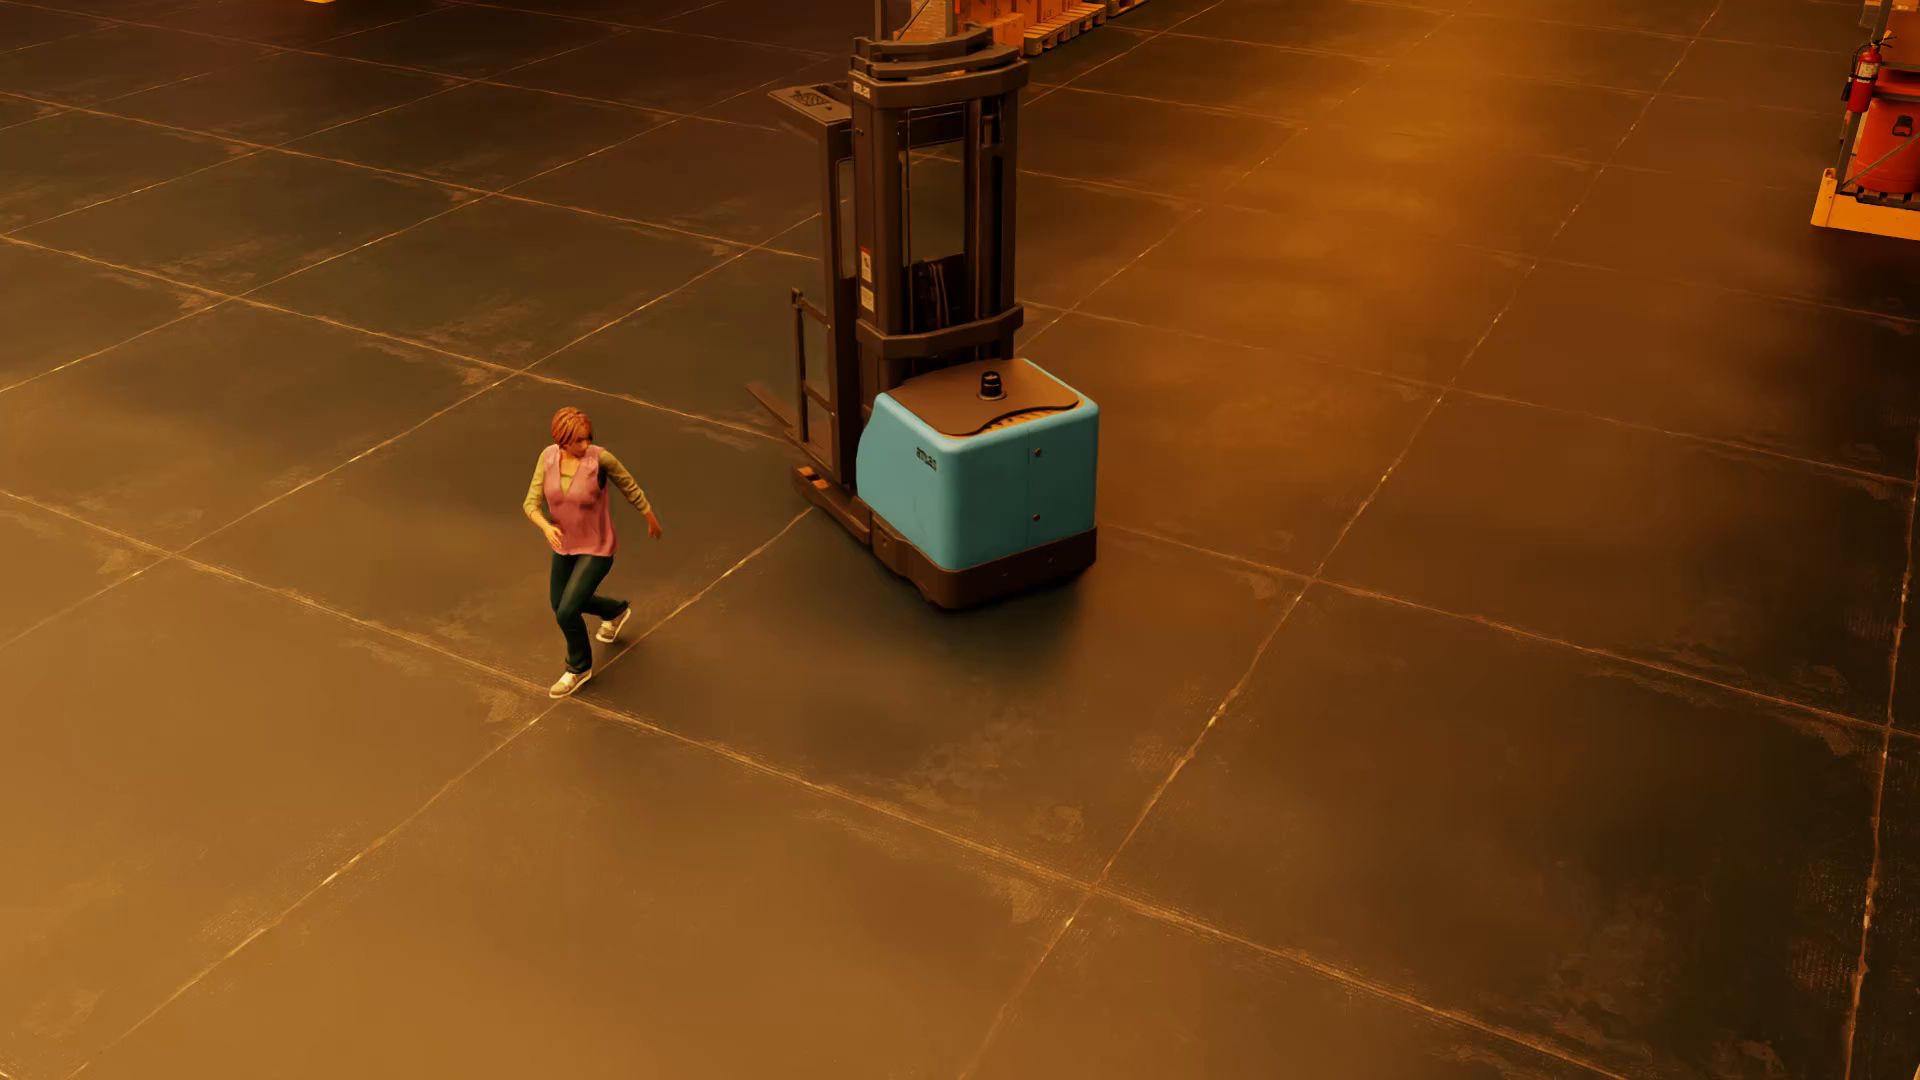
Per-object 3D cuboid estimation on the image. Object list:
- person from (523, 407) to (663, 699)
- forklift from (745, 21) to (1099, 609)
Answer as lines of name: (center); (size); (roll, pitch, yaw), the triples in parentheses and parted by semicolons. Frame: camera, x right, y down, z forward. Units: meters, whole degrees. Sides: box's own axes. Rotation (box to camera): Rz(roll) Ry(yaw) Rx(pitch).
person: (-1.901, 0.025, 8.467); (0.466, 1.519, 0.719); (17, 34, 26)
forklift: (-0.408, -1.589, 9.825); (1.130, 2.935, 3.031); (-17, 34, -27)
